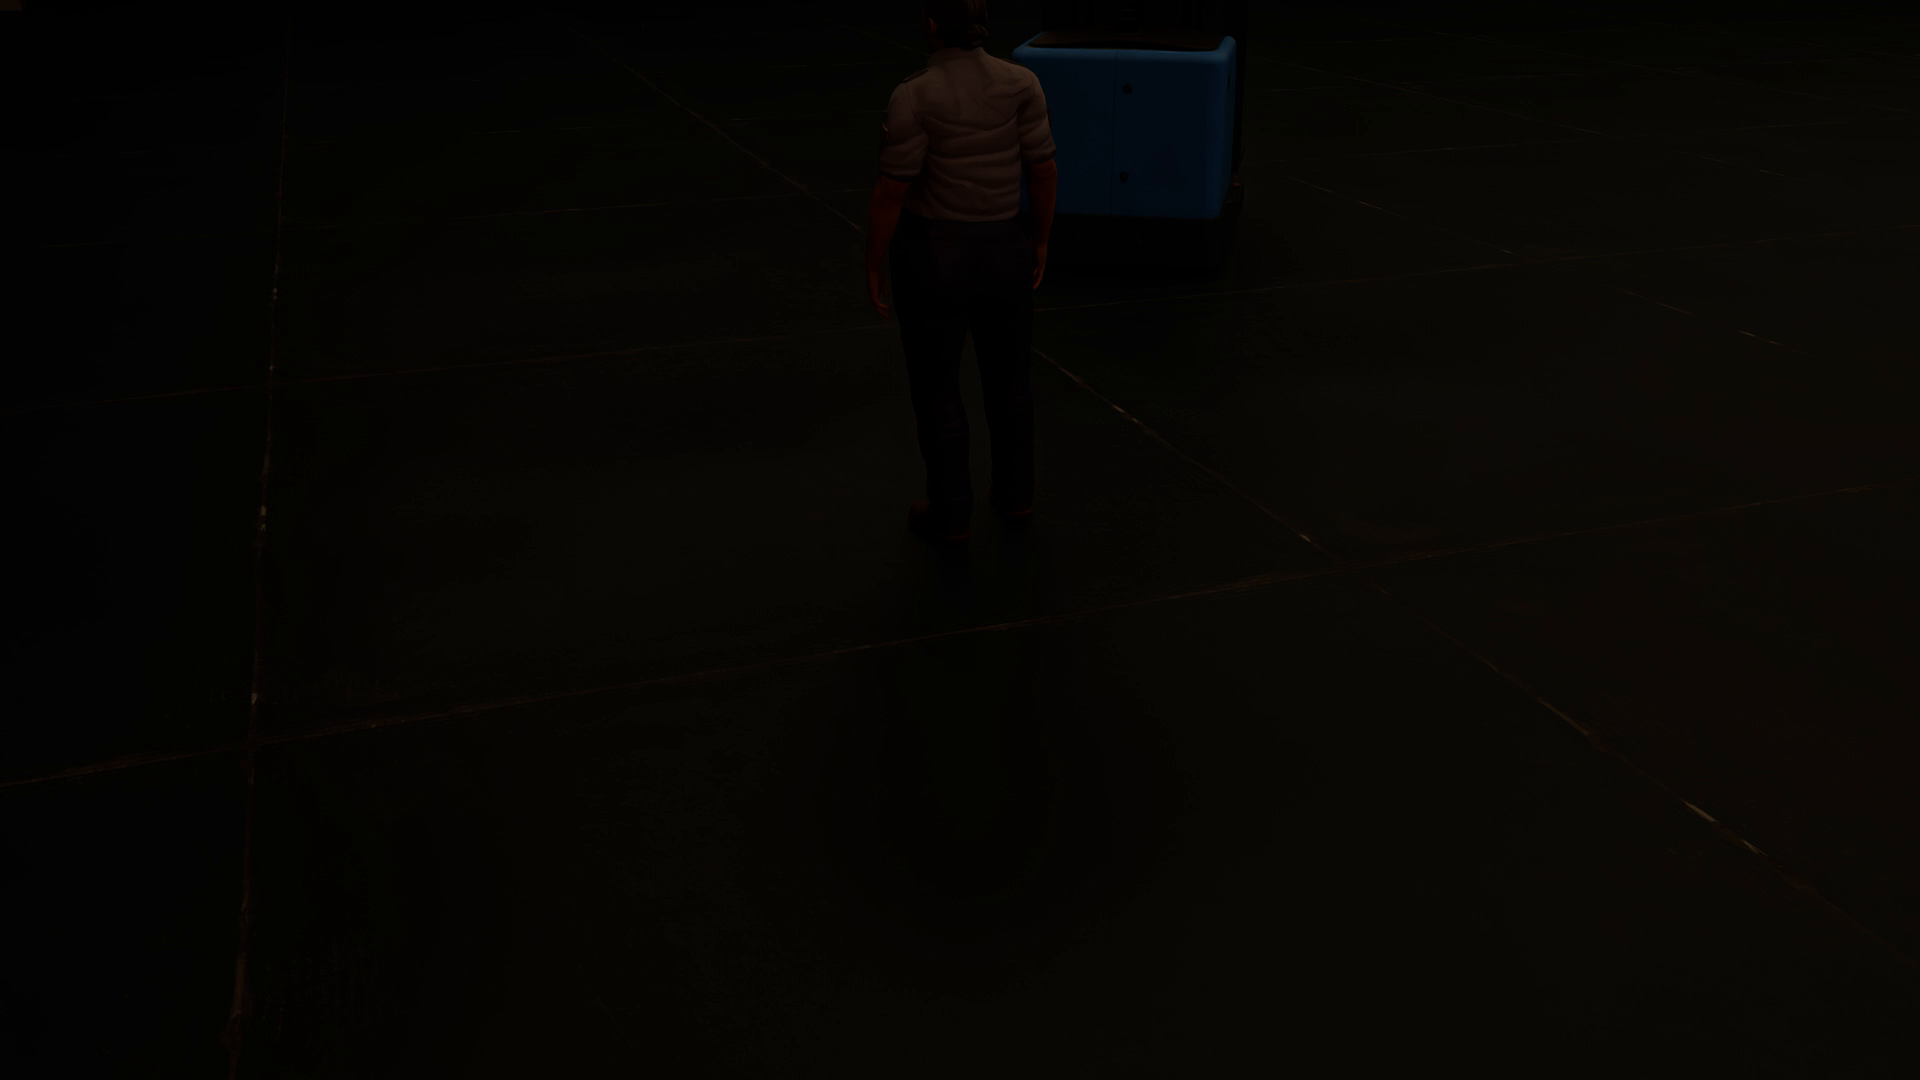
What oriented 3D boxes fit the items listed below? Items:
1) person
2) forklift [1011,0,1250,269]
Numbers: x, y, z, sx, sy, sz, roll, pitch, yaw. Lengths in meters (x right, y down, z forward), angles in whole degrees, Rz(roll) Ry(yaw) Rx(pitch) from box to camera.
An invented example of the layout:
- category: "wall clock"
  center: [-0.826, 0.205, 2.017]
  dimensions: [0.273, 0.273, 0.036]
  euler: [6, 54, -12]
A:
- category: "person"
  center: [-0.009, -0.802, 4.841]
  dimensions: [0.598, 1.651, 0.503]
  euler: [-8, 24, -18]
- category: "forklift"
  center: [1.029, -3.192, 8.888]
  dimensions: [1.130, 2.935, 3.031]
  euler: [5, 23, 11]
